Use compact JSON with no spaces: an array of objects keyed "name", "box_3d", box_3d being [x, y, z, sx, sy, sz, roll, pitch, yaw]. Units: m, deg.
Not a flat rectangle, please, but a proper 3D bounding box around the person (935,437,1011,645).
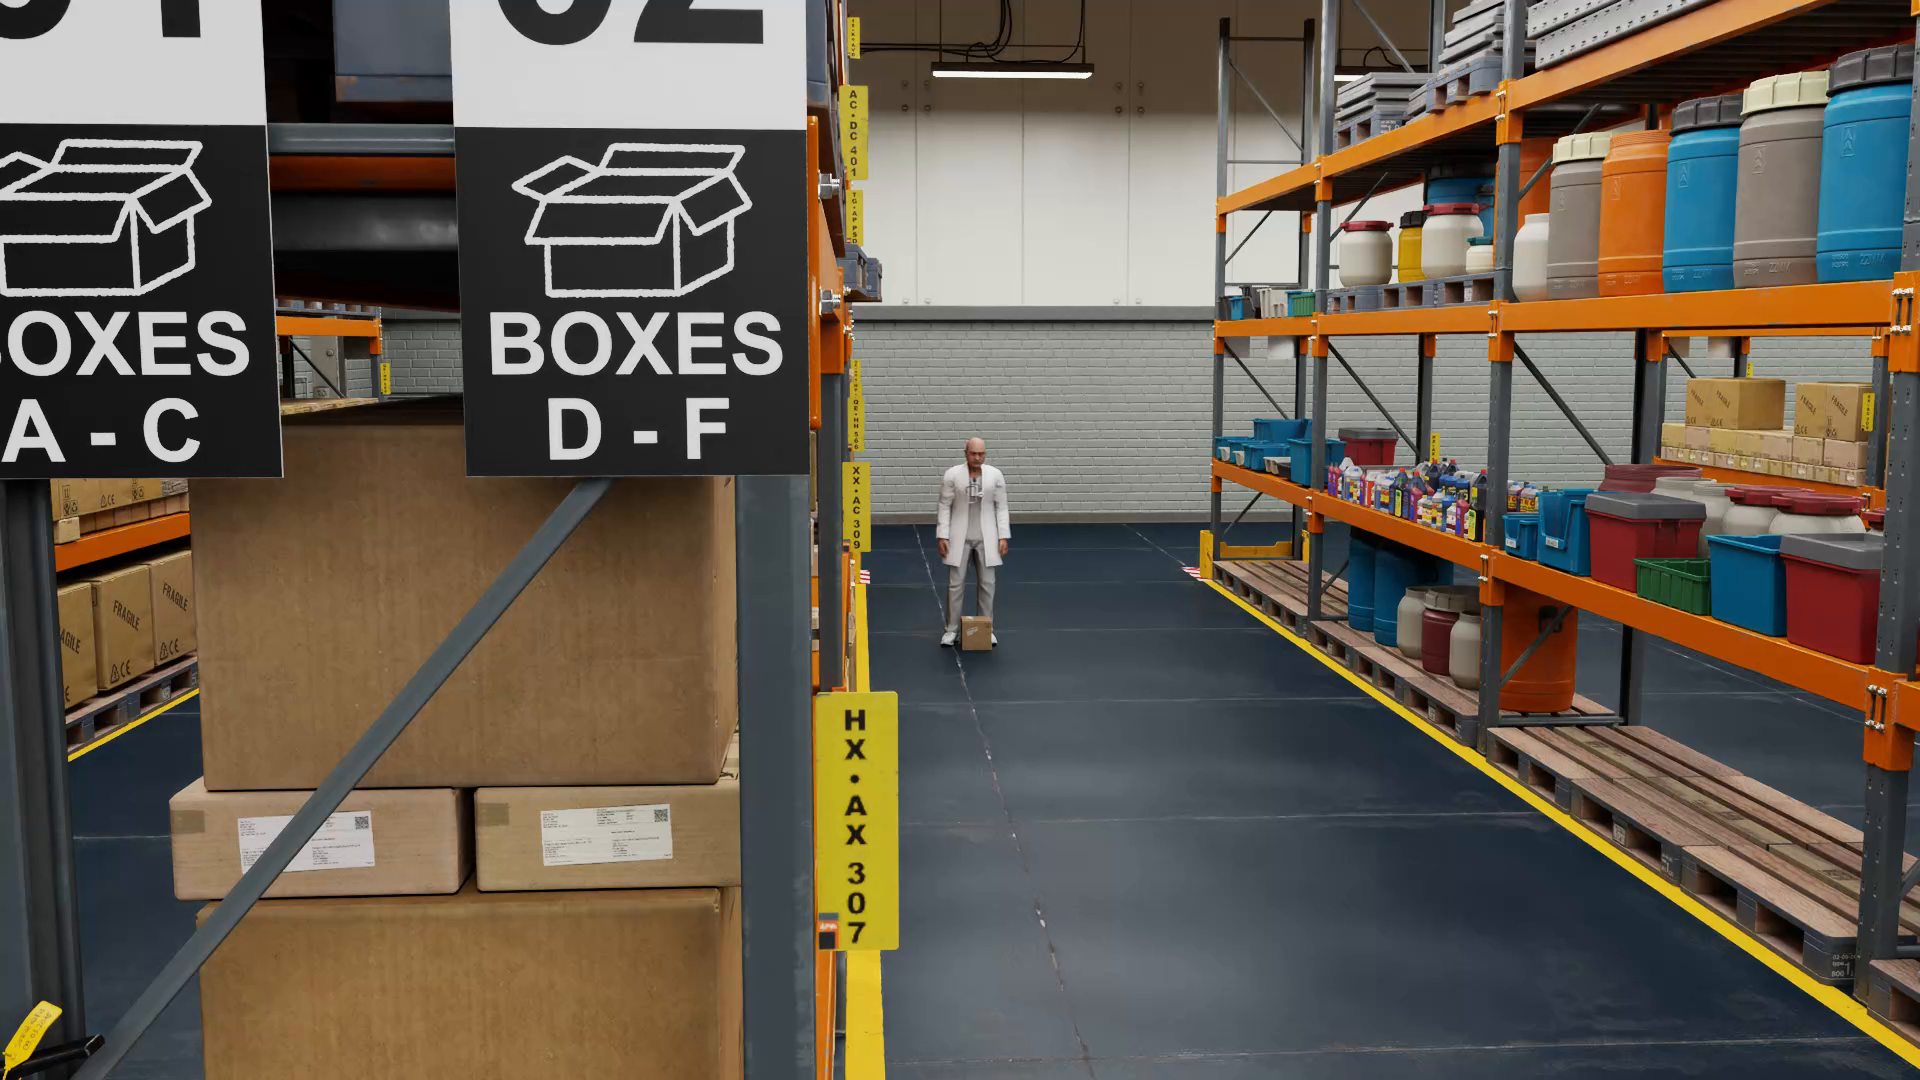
[{"name":"person","box_3d":[0.112,0.005,14.257,0.647,1.774,0.418,-1,7,-4]}]
